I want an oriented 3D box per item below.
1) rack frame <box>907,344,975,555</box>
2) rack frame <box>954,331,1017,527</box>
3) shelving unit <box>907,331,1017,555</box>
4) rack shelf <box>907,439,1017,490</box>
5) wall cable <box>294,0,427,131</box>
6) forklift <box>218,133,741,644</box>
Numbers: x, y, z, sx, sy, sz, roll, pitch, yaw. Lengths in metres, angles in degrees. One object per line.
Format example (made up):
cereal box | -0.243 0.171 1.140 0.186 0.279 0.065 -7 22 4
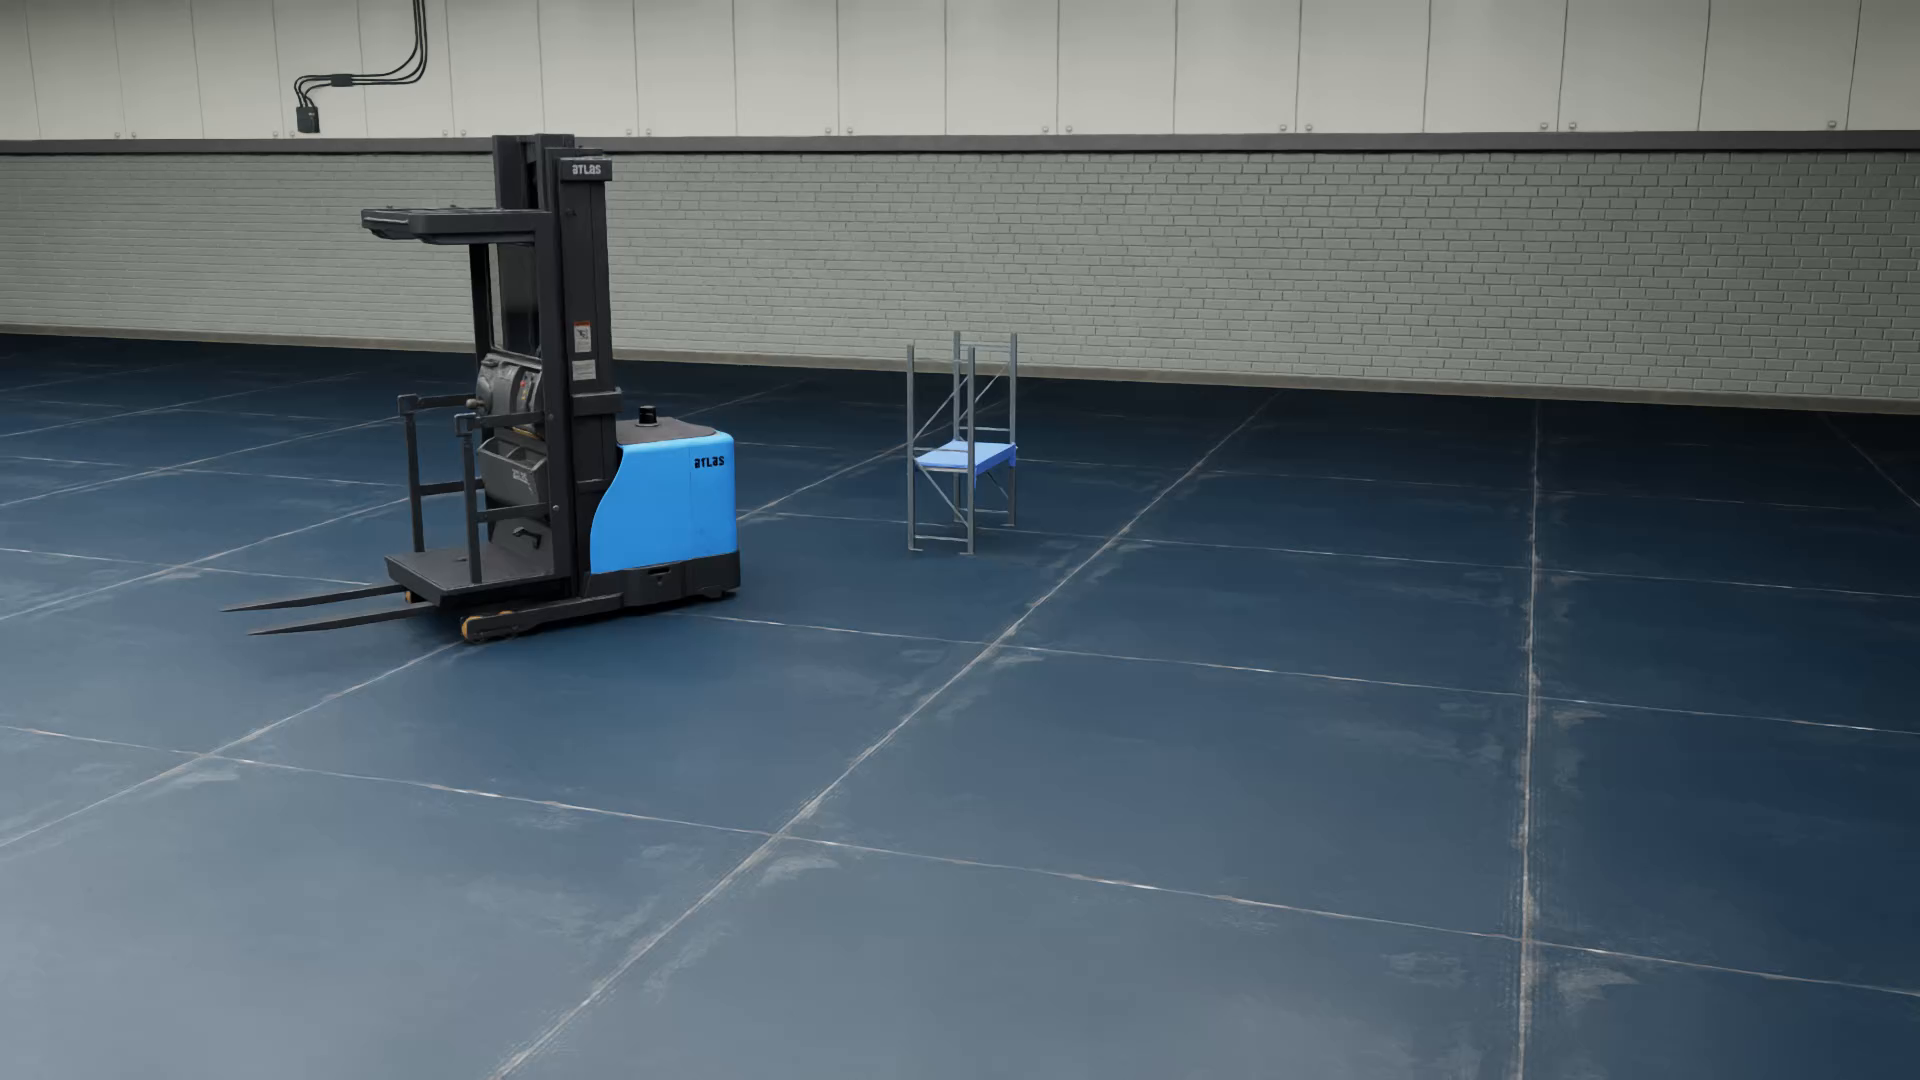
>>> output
rack frame | -0.137 -0.642 11.931 0.500 1.500 0.032 4 14 18
rack frame | 0.192 -0.856 12.869 0.500 1.500 0.032 4 14 18
shelving unit | 0.028 -0.749 12.400 0.538 1.500 1.048 4 14 18
rack shelf | 0.028 -0.574 12.440 0.538 0.185 1.000 4 14 18
wall cable | -8.722 -8.913 23.674 2.305 6.003 0.169 4 14 18
forklift | -2.921 -0.949 10.060 3.031 2.935 1.130 -9 16 -35
